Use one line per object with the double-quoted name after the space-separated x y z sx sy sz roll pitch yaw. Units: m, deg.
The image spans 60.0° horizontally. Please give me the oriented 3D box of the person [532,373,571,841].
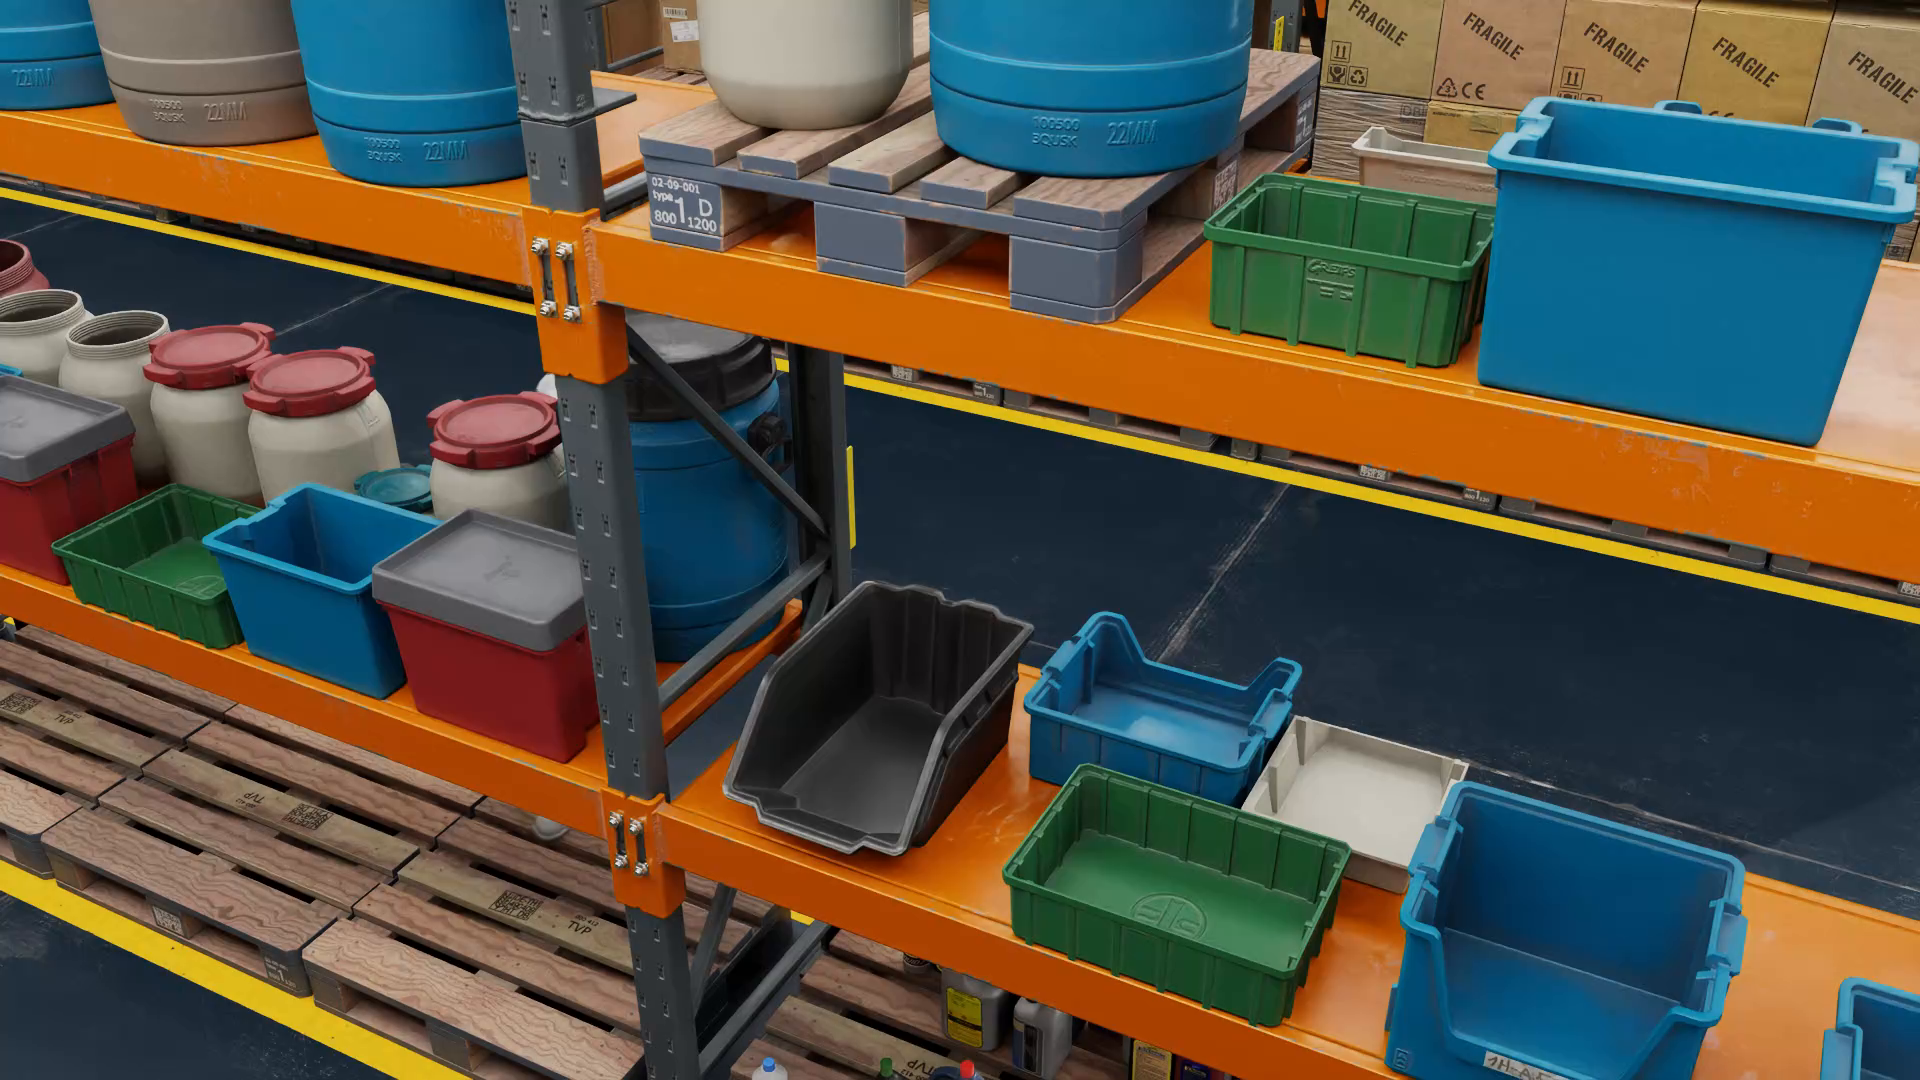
-1.231 0.313 5.542 0.584 1.772 0.581 -11 32 -19 "person"
